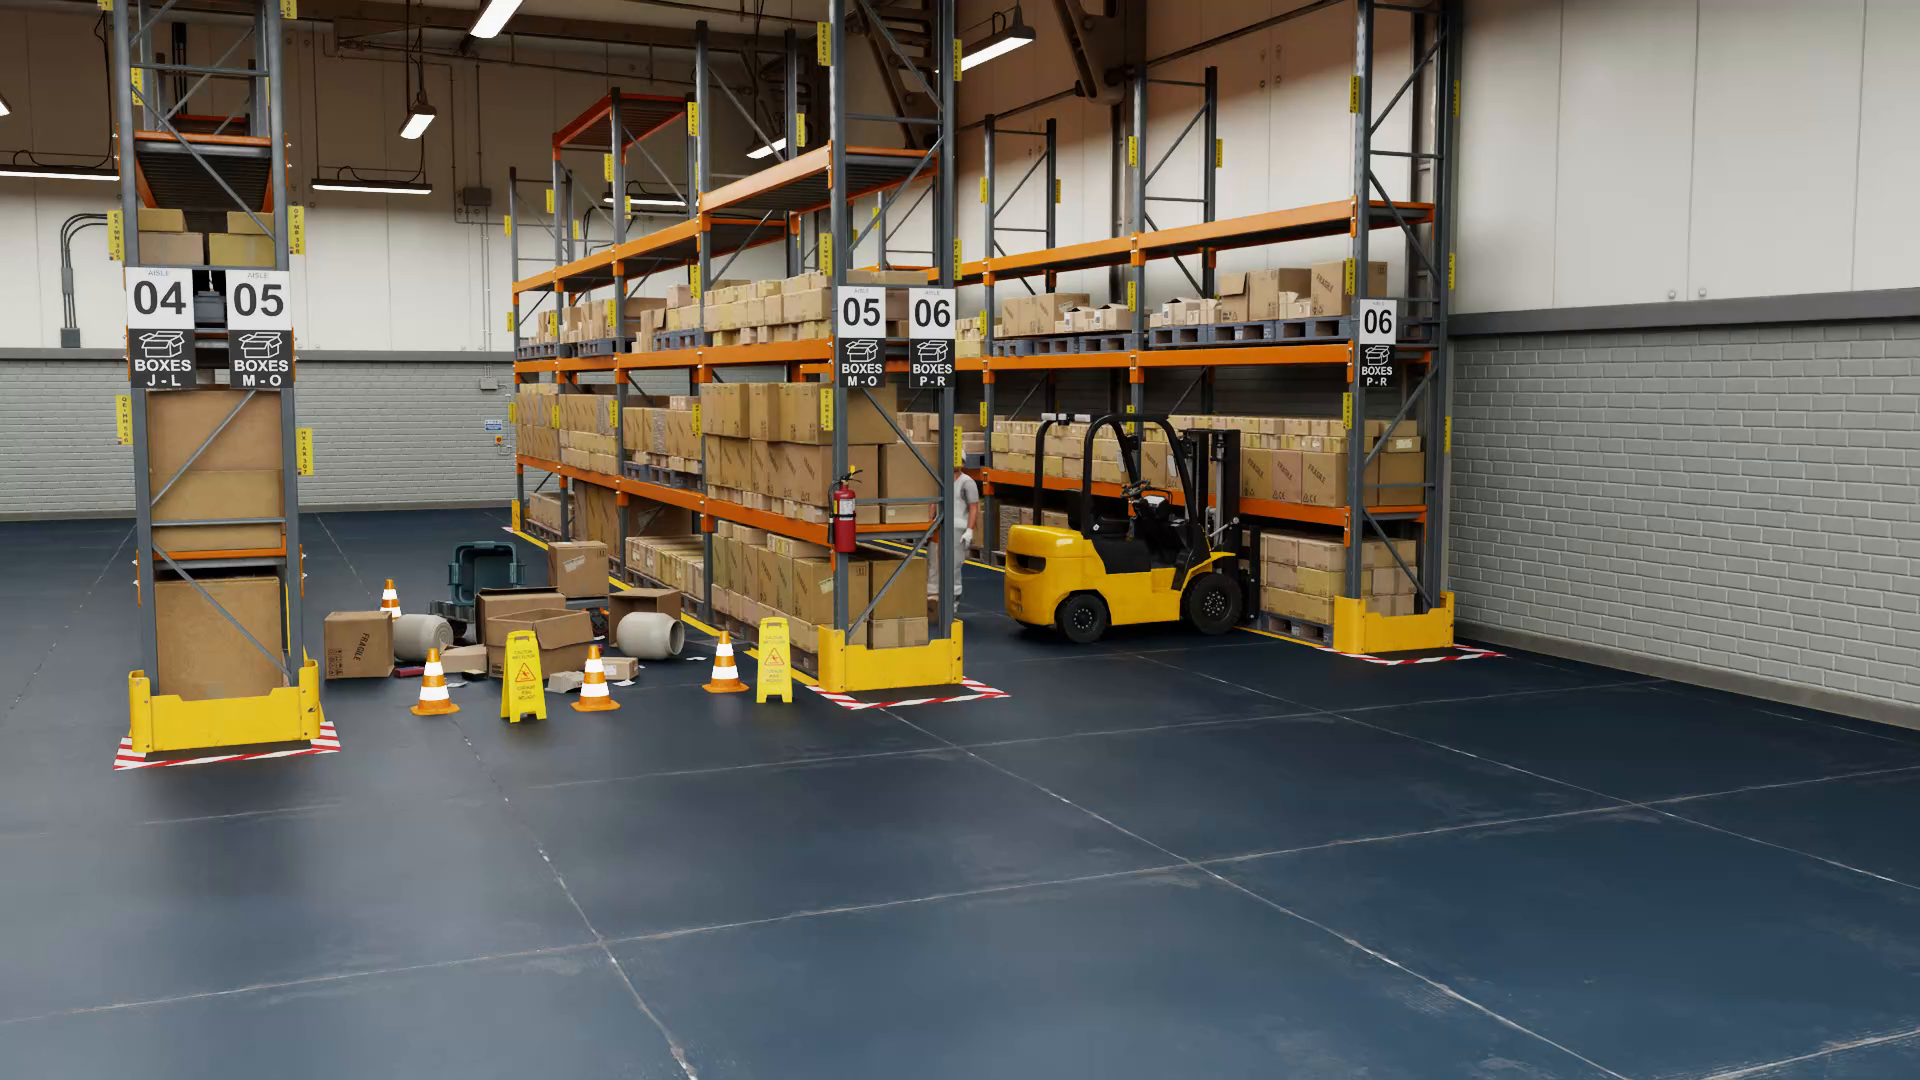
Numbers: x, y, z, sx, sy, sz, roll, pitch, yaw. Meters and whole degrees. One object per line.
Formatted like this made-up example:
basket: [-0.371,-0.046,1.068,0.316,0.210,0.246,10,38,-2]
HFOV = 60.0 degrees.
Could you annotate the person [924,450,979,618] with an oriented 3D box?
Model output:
person: [-0.154,-0.072,17.250,0.635,1.787,0.564,4,7,37]
